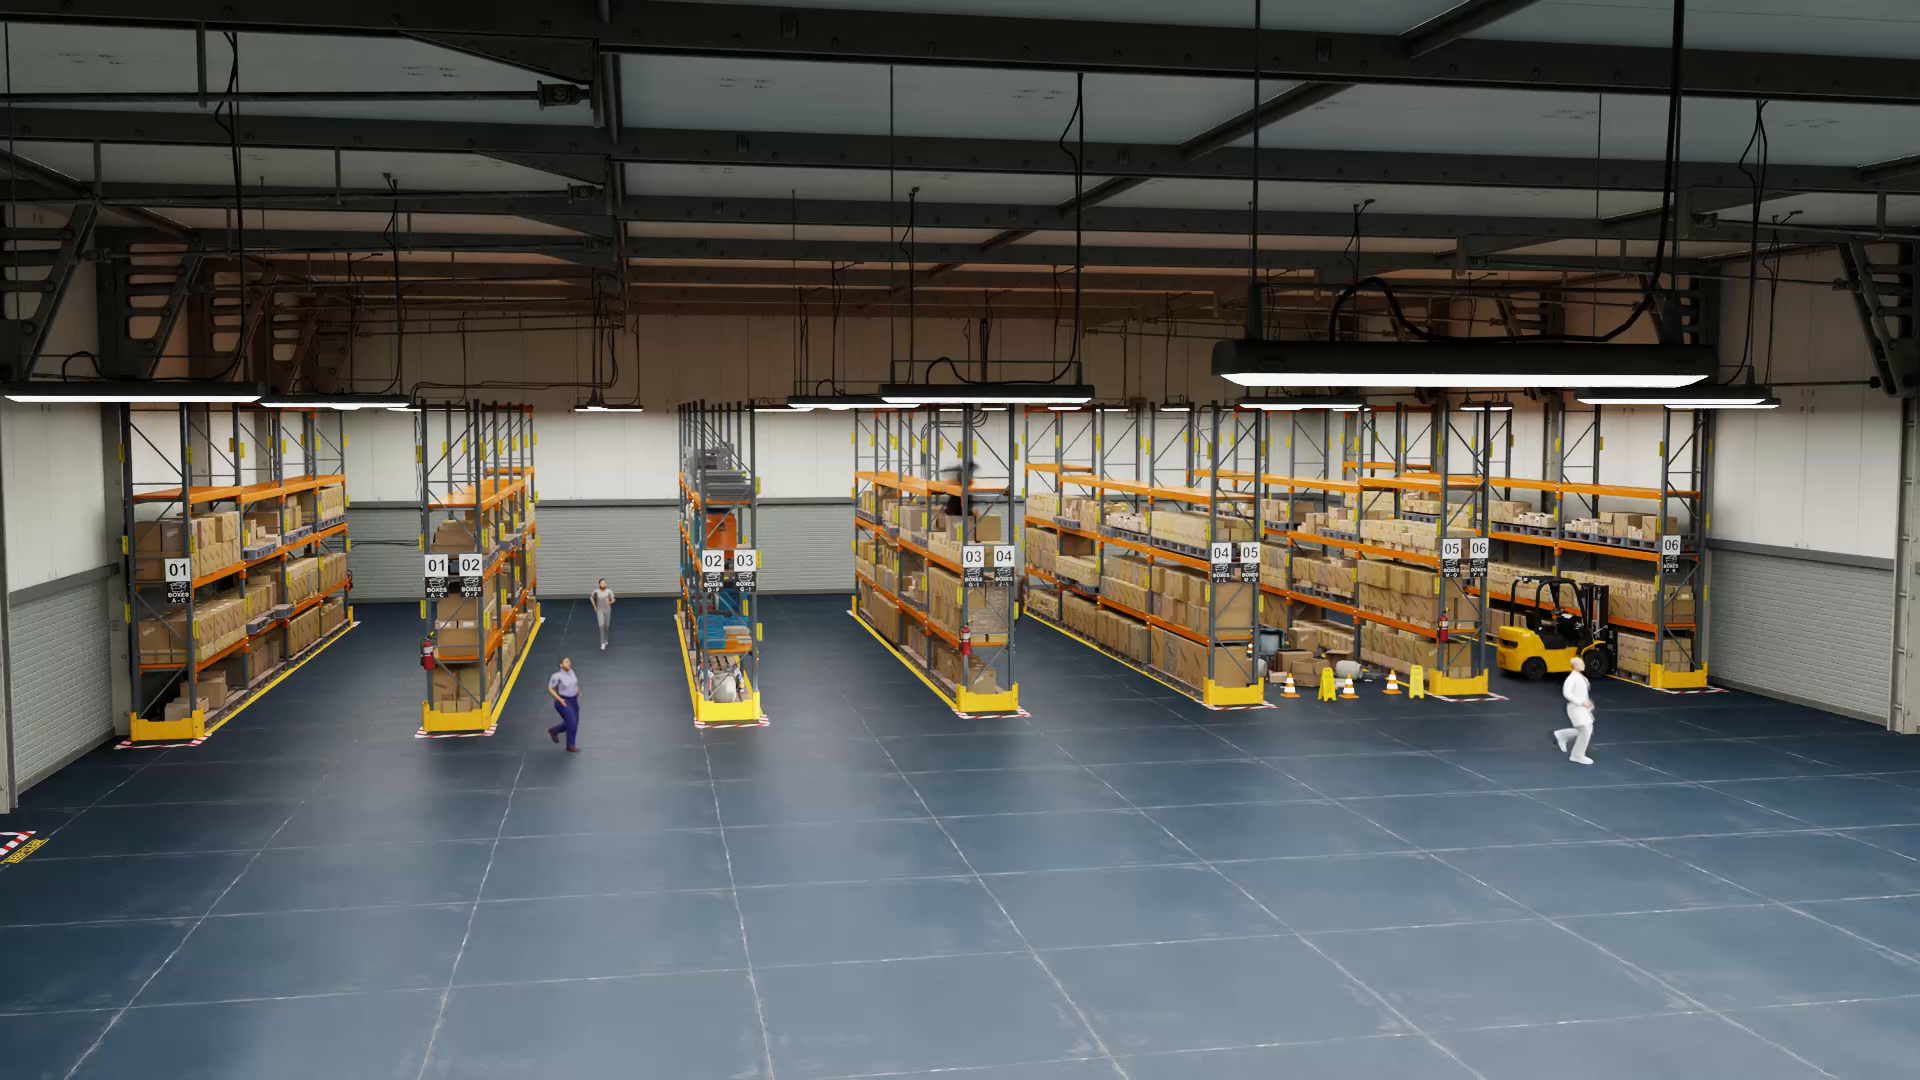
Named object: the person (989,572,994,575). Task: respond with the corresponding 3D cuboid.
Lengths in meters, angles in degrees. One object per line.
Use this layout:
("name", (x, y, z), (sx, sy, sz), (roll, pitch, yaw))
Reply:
("person", (0.702, 1.246, 49.064), (0.690, 1.560, 0.631), (-4, 6, -44))

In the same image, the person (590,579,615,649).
("person", (-8.760, 1.788, 40.831), (0.571, 1.695, 0.837), (-2, 5, -20))

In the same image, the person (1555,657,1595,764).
("person", (10.125, 2.798, 27.421), (0.652, 1.739, 0.712), (3, 5, 35))

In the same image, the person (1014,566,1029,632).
("person", (1.457, 1.539, 43.953), (0.756, 1.729, 0.686), (0, 4, -6))

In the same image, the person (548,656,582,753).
("person", (-6.746, 2.790, 28.335), (0.693, 1.637, 0.602), (2, 5, 24))
